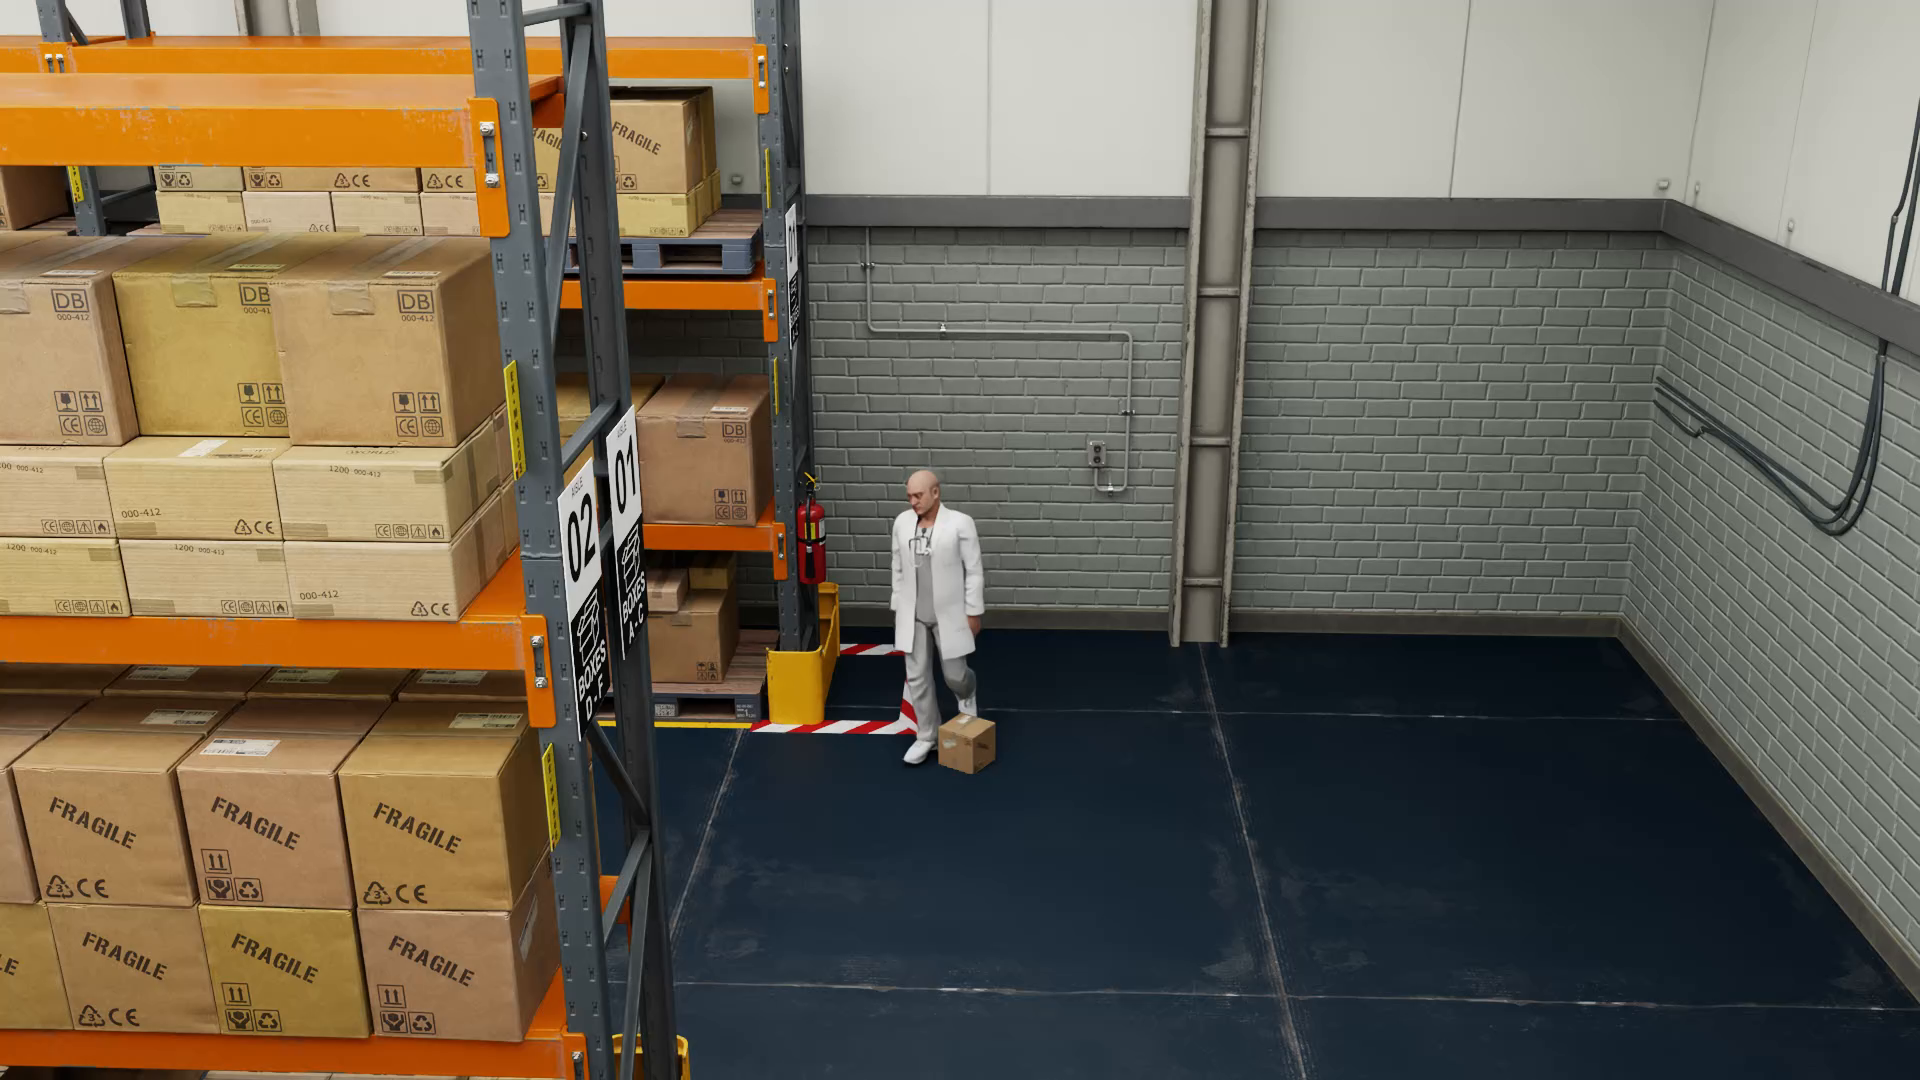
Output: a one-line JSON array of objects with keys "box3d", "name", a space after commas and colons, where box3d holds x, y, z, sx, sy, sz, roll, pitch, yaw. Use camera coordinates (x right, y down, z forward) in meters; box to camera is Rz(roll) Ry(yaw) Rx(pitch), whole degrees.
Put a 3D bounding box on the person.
[{"box3d": [-0.130, 0.417, 9.959, 0.591, 1.754, 0.778, 7, 22, 18], "name": "person"}]
